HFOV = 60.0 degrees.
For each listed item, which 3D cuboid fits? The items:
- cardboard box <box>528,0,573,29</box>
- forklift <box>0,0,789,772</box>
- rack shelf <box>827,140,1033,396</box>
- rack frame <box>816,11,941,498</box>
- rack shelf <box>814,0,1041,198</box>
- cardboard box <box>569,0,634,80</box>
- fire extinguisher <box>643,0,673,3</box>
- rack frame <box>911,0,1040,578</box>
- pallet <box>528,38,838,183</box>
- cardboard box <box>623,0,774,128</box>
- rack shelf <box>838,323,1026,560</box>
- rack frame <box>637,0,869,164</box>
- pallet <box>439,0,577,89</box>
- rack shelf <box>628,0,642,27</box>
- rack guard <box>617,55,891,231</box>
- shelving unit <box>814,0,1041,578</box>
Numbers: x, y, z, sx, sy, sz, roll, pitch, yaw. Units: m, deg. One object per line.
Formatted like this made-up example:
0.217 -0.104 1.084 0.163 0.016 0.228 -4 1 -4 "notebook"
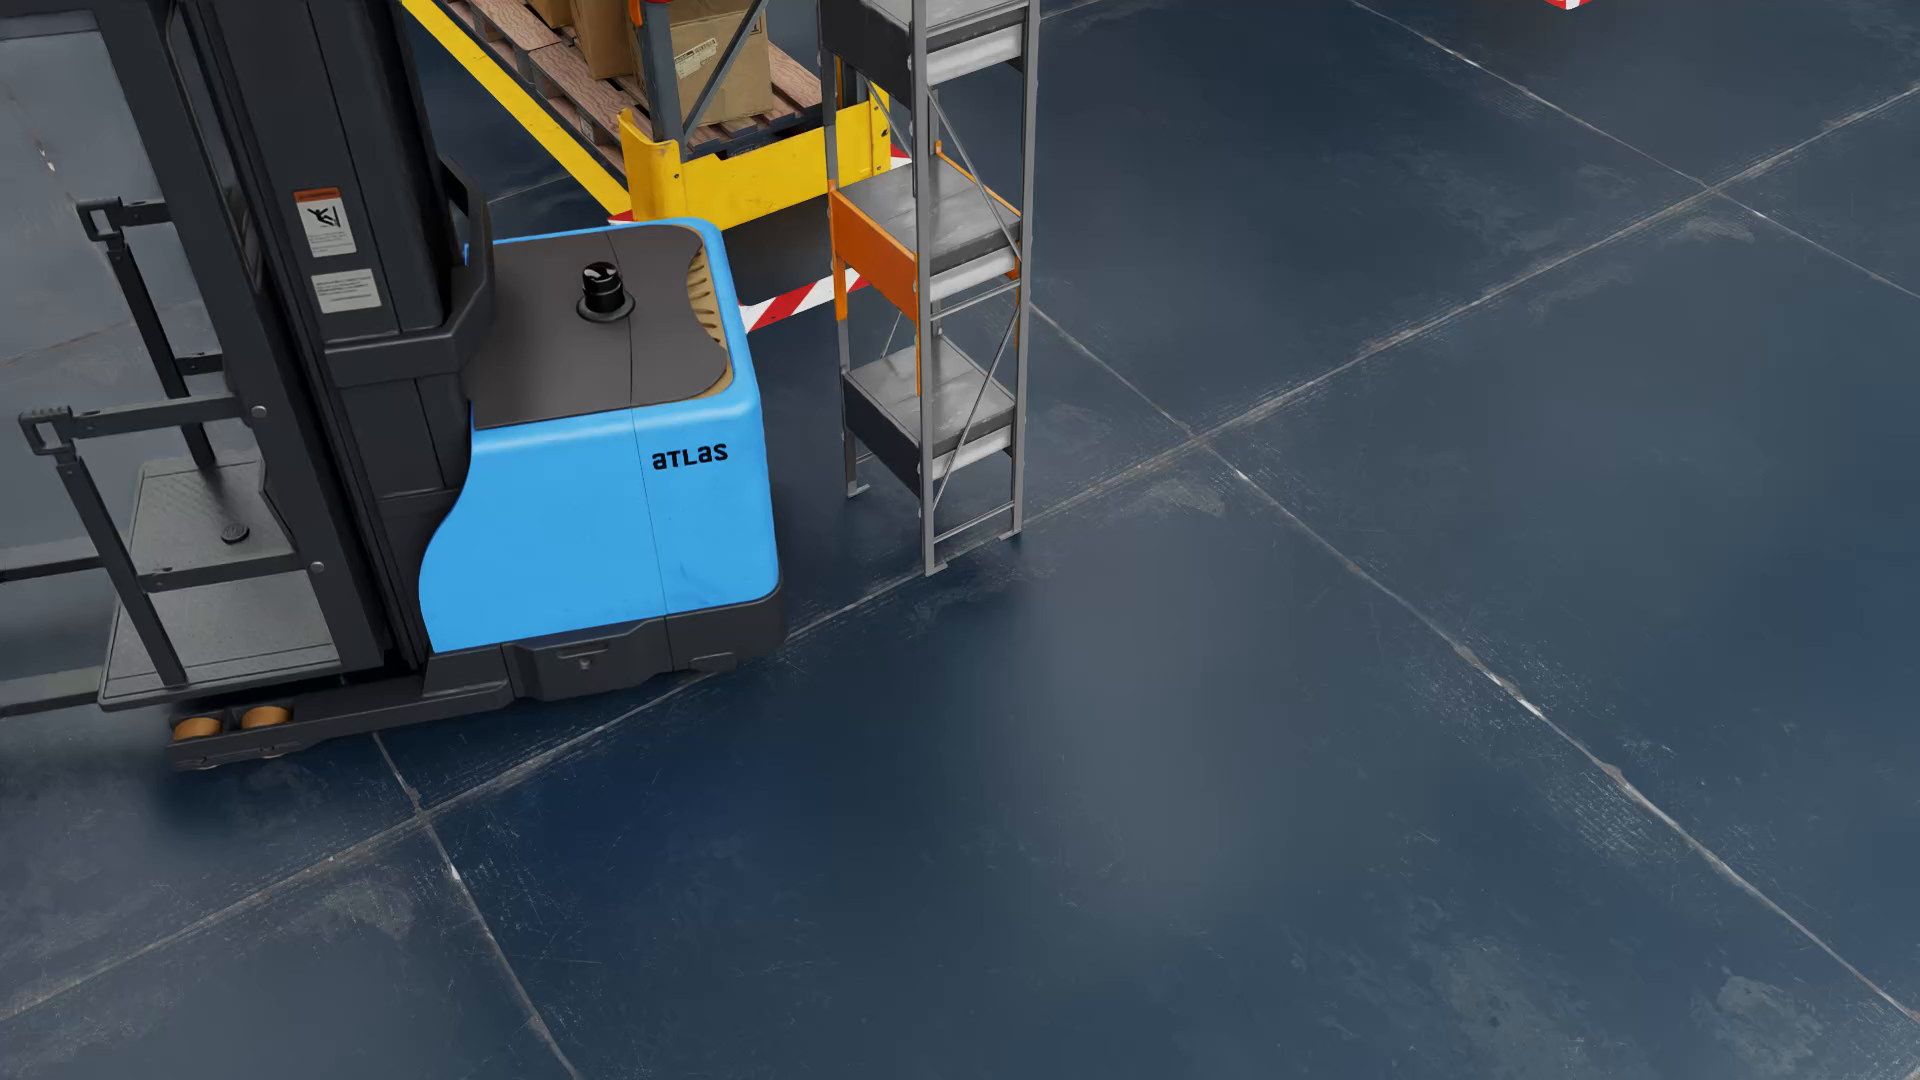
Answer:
-1.876 -2.876 8.096 0.500 0.500 0.500 -21 48 -21 "cardboard box"
-2.123 -0.769 4.433 3.031 2.935 1.130 -9 44 -10 "forklift"
-0.095 -0.843 5.133 0.431 0.518 0.480 -26 49 -24 "rack shelf"
-0.234 -0.991 5.268 0.400 2.100 0.015 -26 49 -24 "rack frame"
-0.095 -1.350 4.649 0.431 0.518 0.480 -26 49 -24 "rack shelf"
-1.533 -2.514 7.717 0.500 0.500 0.500 -14 45 -14 "cardboard box"
-1.132 -2.306 6.049 0.296 0.674 0.183 -26 49 -24 "fire extinguisher"
0.045 -0.715 4.978 0.400 2.100 0.015 -26 49 -24 "rack frame"
-1.299 -2.089 7.785 1.003 0.211 1.213 -26 49 -24 "pallet"
-1.163 -2.189 7.376 0.500 0.500 0.500 -17 46 -17 "cardboard box"
-0.095 -0.337 5.616 0.431 0.518 0.480 -26 49 -24 "rack shelf"
-0.820 -2.581 6.281 1.000 3.000 0.127 -26 49 -24 "rack frame"
-1.993 -2.779 8.509 1.003 0.211 1.213 -26 49 -24 "pallet"
-1.964 -3.453 7.716 1.077 0.370 4.000 -26 49 -24 "rack shelf"
-0.863 -1.719 7.189 1.175 0.500 0.348 -26 49 -24 "rack guard"
-0.095 -0.853 5.123 0.431 2.100 0.503 -26 49 -24 "shelving unit"
